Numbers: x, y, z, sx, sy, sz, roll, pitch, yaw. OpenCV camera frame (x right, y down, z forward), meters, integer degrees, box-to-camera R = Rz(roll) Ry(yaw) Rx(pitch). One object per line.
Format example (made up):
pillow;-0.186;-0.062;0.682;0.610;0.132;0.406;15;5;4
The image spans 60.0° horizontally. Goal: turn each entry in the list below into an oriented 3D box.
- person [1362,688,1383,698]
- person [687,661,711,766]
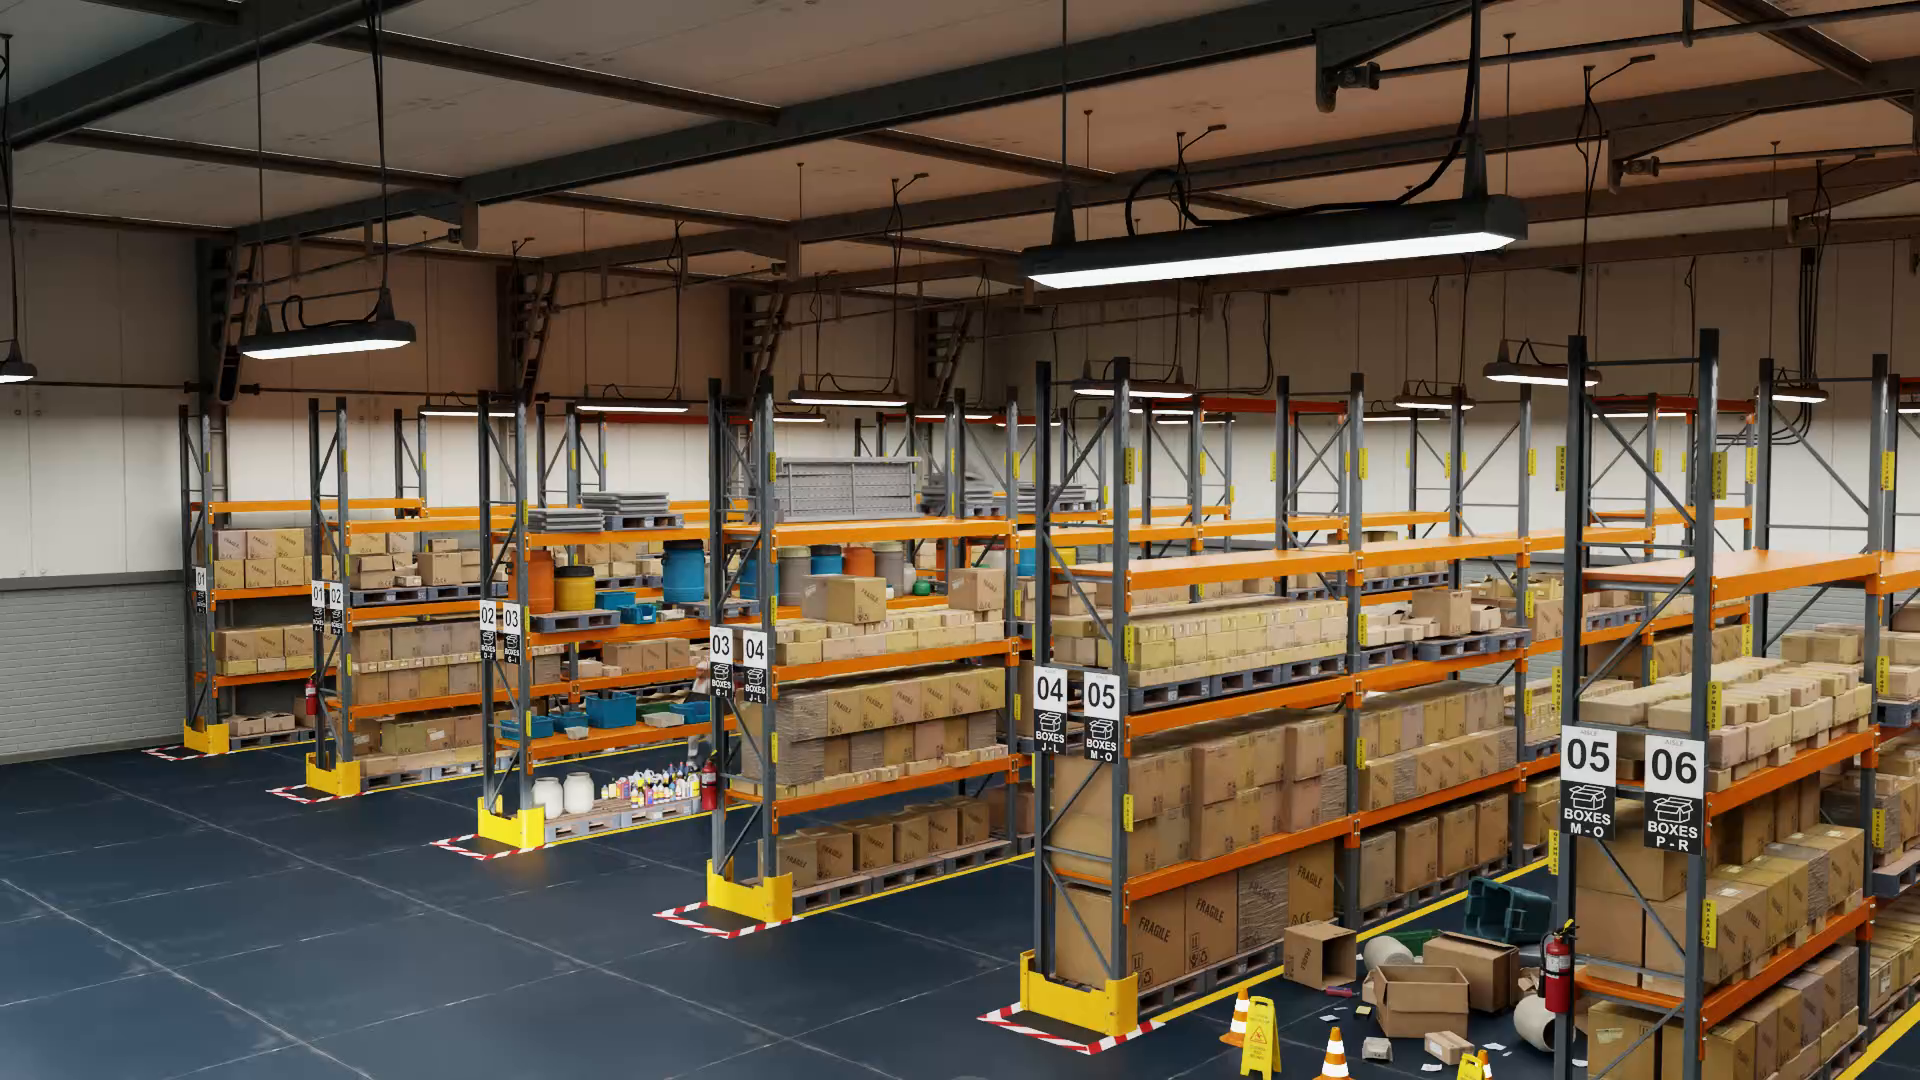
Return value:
person;6.077;2.933;25.039;0.701;1.808;0.986;2;4;37
person;-4.111;2.838;26.666;0.677;1.800;0.901;2;4;37
